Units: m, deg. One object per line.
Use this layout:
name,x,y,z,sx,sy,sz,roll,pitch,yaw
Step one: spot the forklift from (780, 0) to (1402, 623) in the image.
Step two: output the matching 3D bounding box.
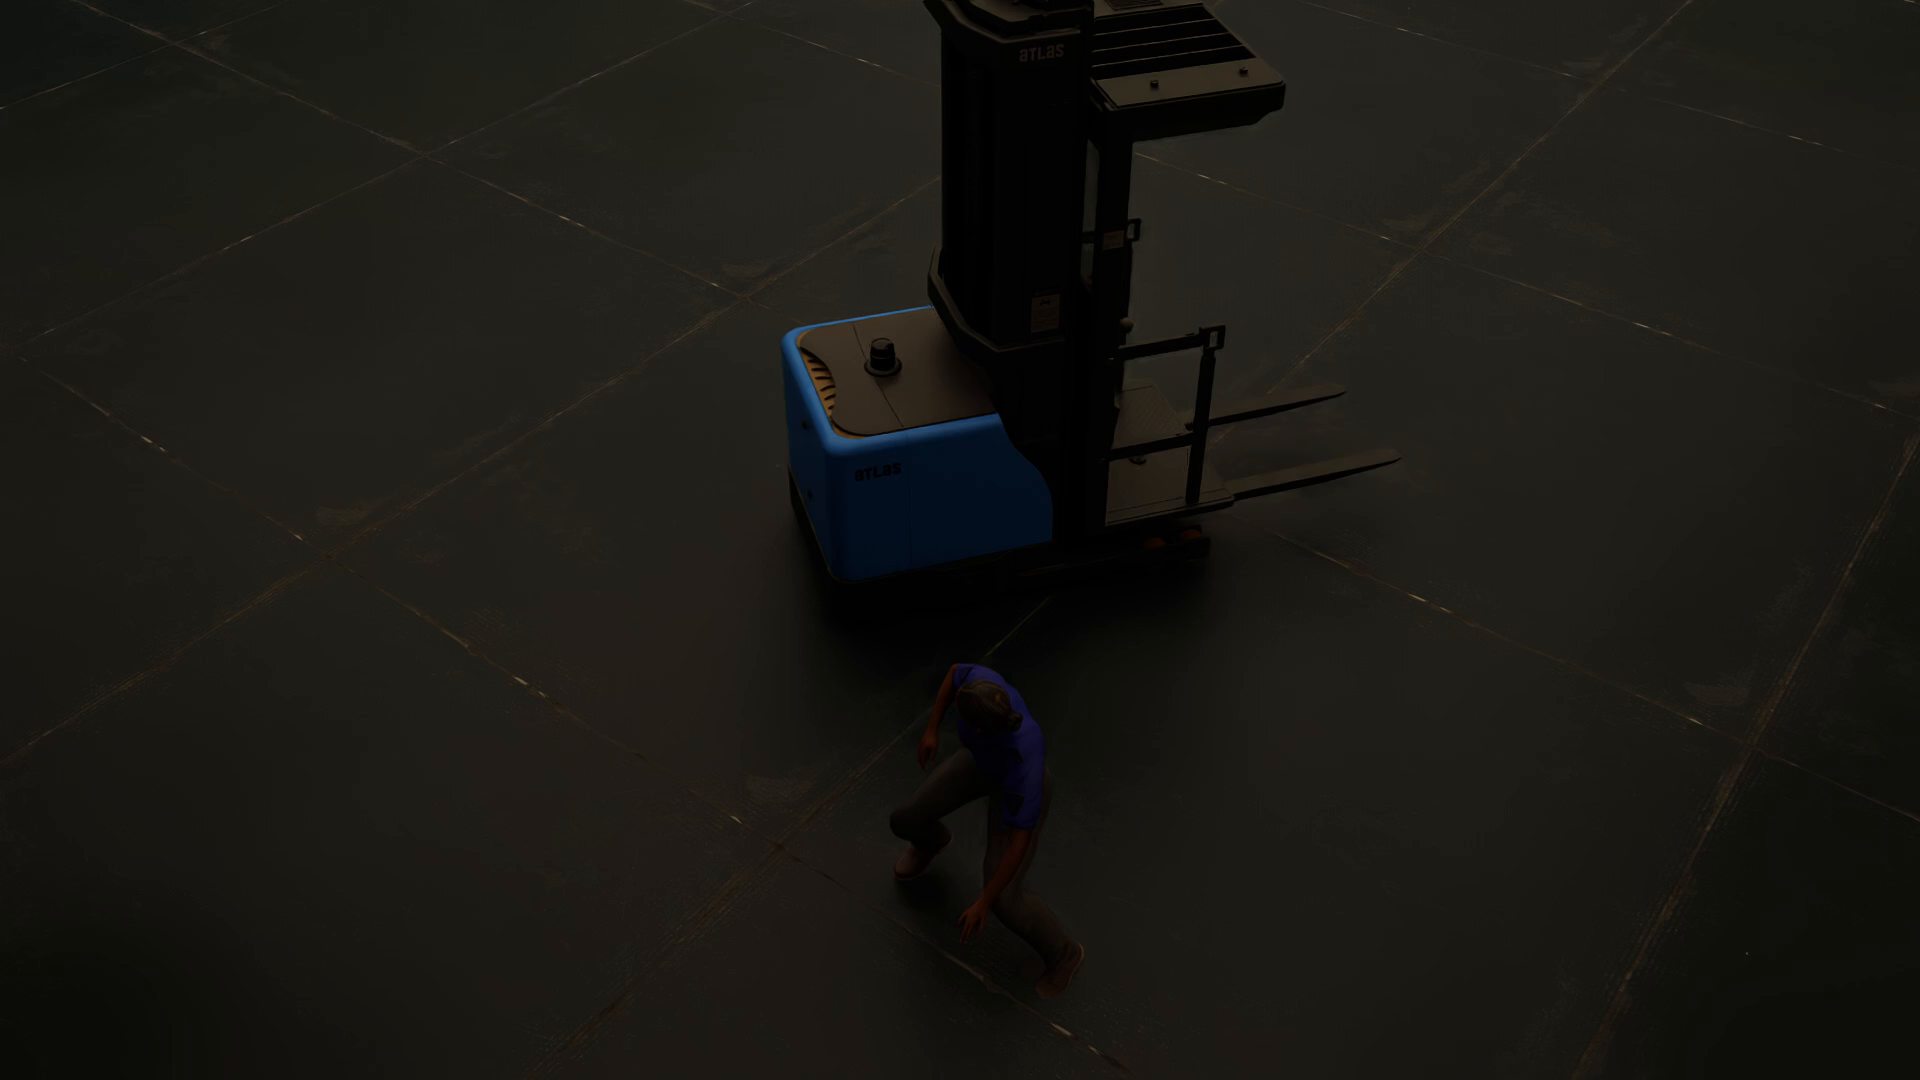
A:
forklift,0.713,-1.280,7.576,3.031,2.935,1.130,-12,42,-13

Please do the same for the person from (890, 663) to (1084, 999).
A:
person,0.086,1.019,6.107,0.716,1.444,0.855,-28,48,-29
